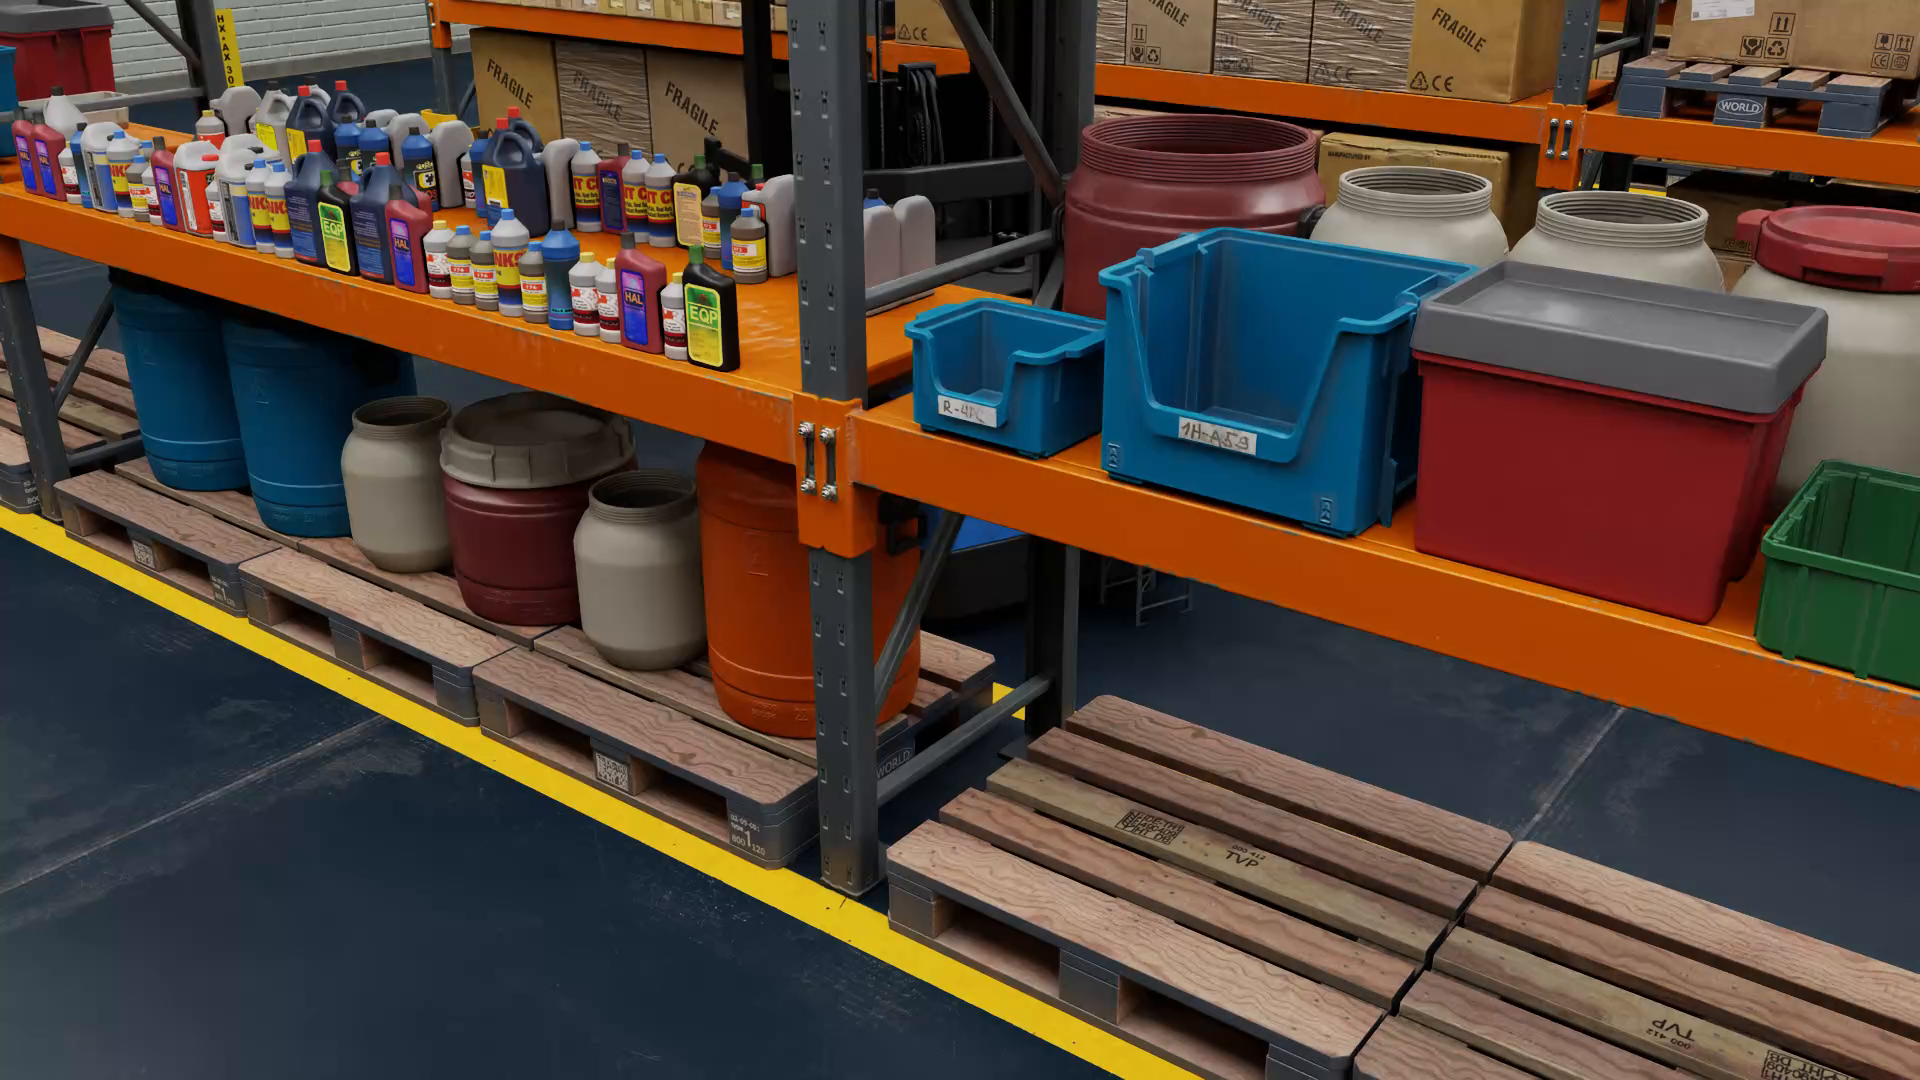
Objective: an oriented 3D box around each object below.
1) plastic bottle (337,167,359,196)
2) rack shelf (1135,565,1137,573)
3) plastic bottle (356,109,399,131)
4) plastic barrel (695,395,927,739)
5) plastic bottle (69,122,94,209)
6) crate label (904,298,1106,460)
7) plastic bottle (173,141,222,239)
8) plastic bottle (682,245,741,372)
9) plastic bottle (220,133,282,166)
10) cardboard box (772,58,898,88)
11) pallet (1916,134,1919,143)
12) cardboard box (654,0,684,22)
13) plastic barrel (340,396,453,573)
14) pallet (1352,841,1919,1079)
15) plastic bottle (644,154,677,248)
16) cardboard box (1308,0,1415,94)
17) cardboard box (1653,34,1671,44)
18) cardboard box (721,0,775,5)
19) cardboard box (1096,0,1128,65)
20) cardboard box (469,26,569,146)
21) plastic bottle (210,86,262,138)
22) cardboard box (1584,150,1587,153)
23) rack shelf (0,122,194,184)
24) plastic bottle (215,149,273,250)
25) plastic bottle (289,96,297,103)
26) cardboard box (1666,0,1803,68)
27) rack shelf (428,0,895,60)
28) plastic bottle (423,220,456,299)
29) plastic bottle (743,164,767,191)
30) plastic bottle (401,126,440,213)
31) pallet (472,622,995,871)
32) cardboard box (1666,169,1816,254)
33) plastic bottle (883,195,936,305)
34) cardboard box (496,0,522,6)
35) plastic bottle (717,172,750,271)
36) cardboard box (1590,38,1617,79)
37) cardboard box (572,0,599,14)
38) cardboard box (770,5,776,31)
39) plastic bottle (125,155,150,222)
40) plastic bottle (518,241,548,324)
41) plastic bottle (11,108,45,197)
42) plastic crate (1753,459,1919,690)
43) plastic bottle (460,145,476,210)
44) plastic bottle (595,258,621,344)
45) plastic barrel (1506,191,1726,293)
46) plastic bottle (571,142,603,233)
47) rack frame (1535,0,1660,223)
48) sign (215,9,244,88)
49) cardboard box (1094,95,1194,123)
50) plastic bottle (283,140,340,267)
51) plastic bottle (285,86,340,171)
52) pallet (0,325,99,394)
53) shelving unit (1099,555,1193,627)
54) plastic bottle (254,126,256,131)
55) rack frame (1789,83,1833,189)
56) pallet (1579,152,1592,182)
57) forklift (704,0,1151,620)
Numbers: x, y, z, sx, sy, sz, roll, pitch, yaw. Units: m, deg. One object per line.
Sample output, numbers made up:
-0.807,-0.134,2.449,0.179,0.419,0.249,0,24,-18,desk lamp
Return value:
-1.720,-0.919,4.761,0.133,0.283,0.061,17,29,33,plastic bottle
0.637,0.016,5.626,0.258,0.077,0.200,-14,27,-28,rack shelf
-2.003,-1.349,5.745,0.135,0.276,0.152,17,29,33,plastic bottle
-0.409,0.049,4.590,0.708,0.830,0.600,17,29,33,plastic barrel
-2.883,-1.244,5.512,0.097,0.271,0.097,0,24,0,plastic bottle
0.105,-0.340,3.509,0.416,0.233,0.303,17,29,33,crate label
-2.326,-1.091,5.160,0.135,0.276,0.152,17,29,33,plastic bottle
-0.587,-0.546,3.914,0.133,0.283,0.061,17,29,33,plastic bottle
-2.234,-1.140,5.272,0.135,0.276,0.152,17,29,33,plastic bottle
-0.718,-2.610,10.568,0.875,0.875,0.875,17,29,33,cardboard box
4.571,-1.684,6.590,1.213,0.211,1.003,17,29,33,pallet
-1.707,-3.368,10.486,0.250,0.149,0.380,16,29,32,cardboard box
-1.819,-0.187,5.518,0.421,0.512,0.421,0,24,0,plastic barrel
1.561,1.132,3.420,1.213,0.211,1.003,17,29,33,pallet
-0.898,-1.026,5.019,0.097,0.271,0.097,0,24,0,plastic bottle
2.024,-2.445,7.955,0.500,0.500,0.500,17,29,33,cardboard box
5.206,-3.572,12.287,0.500,0.250,0.500,16,29,33,cardboard box
-1.164,-3.419,10.106,0.500,0.250,0.500,18,29,35,cardboard box
0.783,-2.816,8.797,0.500,0.500,0.500,16,28,32,cardboard box
-2.879,-3.263,12.050,0.875,0.875,0.875,17,29,33,cardboard box
-2.699,-1.559,6.222,0.135,0.276,0.152,17,29,33,plastic bottle
4.489,-3.186,12.340,0.500,0.500,0.500,15,28,31,cardboard box
-4.809,-1.761,7.419,4.000,0.370,1.077,17,29,33,rack shelf
-2.140,-1.035,5.033,0.135,0.276,0.152,17,29,33,plastic bottle
-2.407,-1.471,6.021,0.135,0.276,0.152,17,29,33,plastic bottle
3.419,-2.358,7.236,0.500,0.500,0.500,13,27,27,cardboard box
-1.838,-3.359,11.046,4.000,0.370,1.077,17,29,33,rack shelf
-1.399,-0.763,4.508,0.097,0.201,0.097,0,24,0,plastic bottle
-0.610,-0.954,4.840,0.133,0.283,0.061,17,29,33,plastic bottle
-1.770,-1.213,5.443,0.097,0.271,0.097,0,24,0,plastic bottle
-0.664,0.459,4.946,1.213,0.211,1.003,17,29,33,pallet
3.517,-1.486,7.526,0.500,0.250,0.500,18,30,35,cardboard box
-0.160,-0.792,4.480,0.135,0.276,0.152,17,29,33,plastic bottle
-2.941,-3.741,11.333,0.250,0.149,0.380,16,28,32,cardboard box
-0.643,-0.919,4.774,0.097,0.271,0.097,0,24,0,plastic bottle
4.506,-3.532,12.196,0.500,0.250,0.500,18,29,34,cardboard box
-2.322,-3.555,10.909,0.250,0.149,0.380,16,29,33,cardboard box
-1.090,-3.182,10.064,0.250,0.149,0.380,16,29,32,cardboard box
-2.620,-1.132,5.346,0.097,0.201,0.097,0,24,0,plastic bottle
-1.087,-0.669,4.294,0.097,0.201,0.097,0,24,0,plastic bottle
-3.171,-1.327,5.686,0.133,0.283,0.061,17,29,33,plastic bottle
1.630,0.095,2.578,0.662,0.188,0.450,17,29,33,plastic crate
-1.601,-1.207,5.515,0.097,0.201,0.097,0,24,0,plastic bottle
-0.853,-0.598,4.134,0.097,0.201,0.097,0,24,0,plastic bottle
1.281,-0.409,3.319,0.421,0.512,0.421,0,24,0,plastic barrel
-1.161,-1.106,5.199,0.097,0.271,0.097,0,24,0,plastic bottle
2.963,-2.237,7.608,0.127,3.000,1.000,17,29,33,rack frame
-2.877,-1.910,6.522,0.005,0.325,0.100,17,29,33,sign
1.002,-2.060,9.321,0.875,0.875,1.225,16,28,32,cardboard box
-1.859,-0.982,4.820,0.185,0.351,0.144,17,29,33,plastic bottle
-2.215,-1.376,5.714,0.185,0.351,0.144,17,29,33,plastic bottle
-4.801,-0.791,7.783,1.213,0.211,1.003,17,29,33,pallet
0.638,-0.180,5.541,0.258,0.900,0.210,-14,27,-28,shelving unit
-2.520,-1.454,6.076,0.097,0.201,0.097,0,24,0,plastic bottle
6.018,-3.813,11.184,0.127,3.000,1.000,17,29,33,rack frame
4.422,-3.022,12.847,1.213,0.211,1.003,17,29,33,pallet
-0.383,-1.632,6.319,1.130,2.935,3.031,-13,27,-26,forklift
